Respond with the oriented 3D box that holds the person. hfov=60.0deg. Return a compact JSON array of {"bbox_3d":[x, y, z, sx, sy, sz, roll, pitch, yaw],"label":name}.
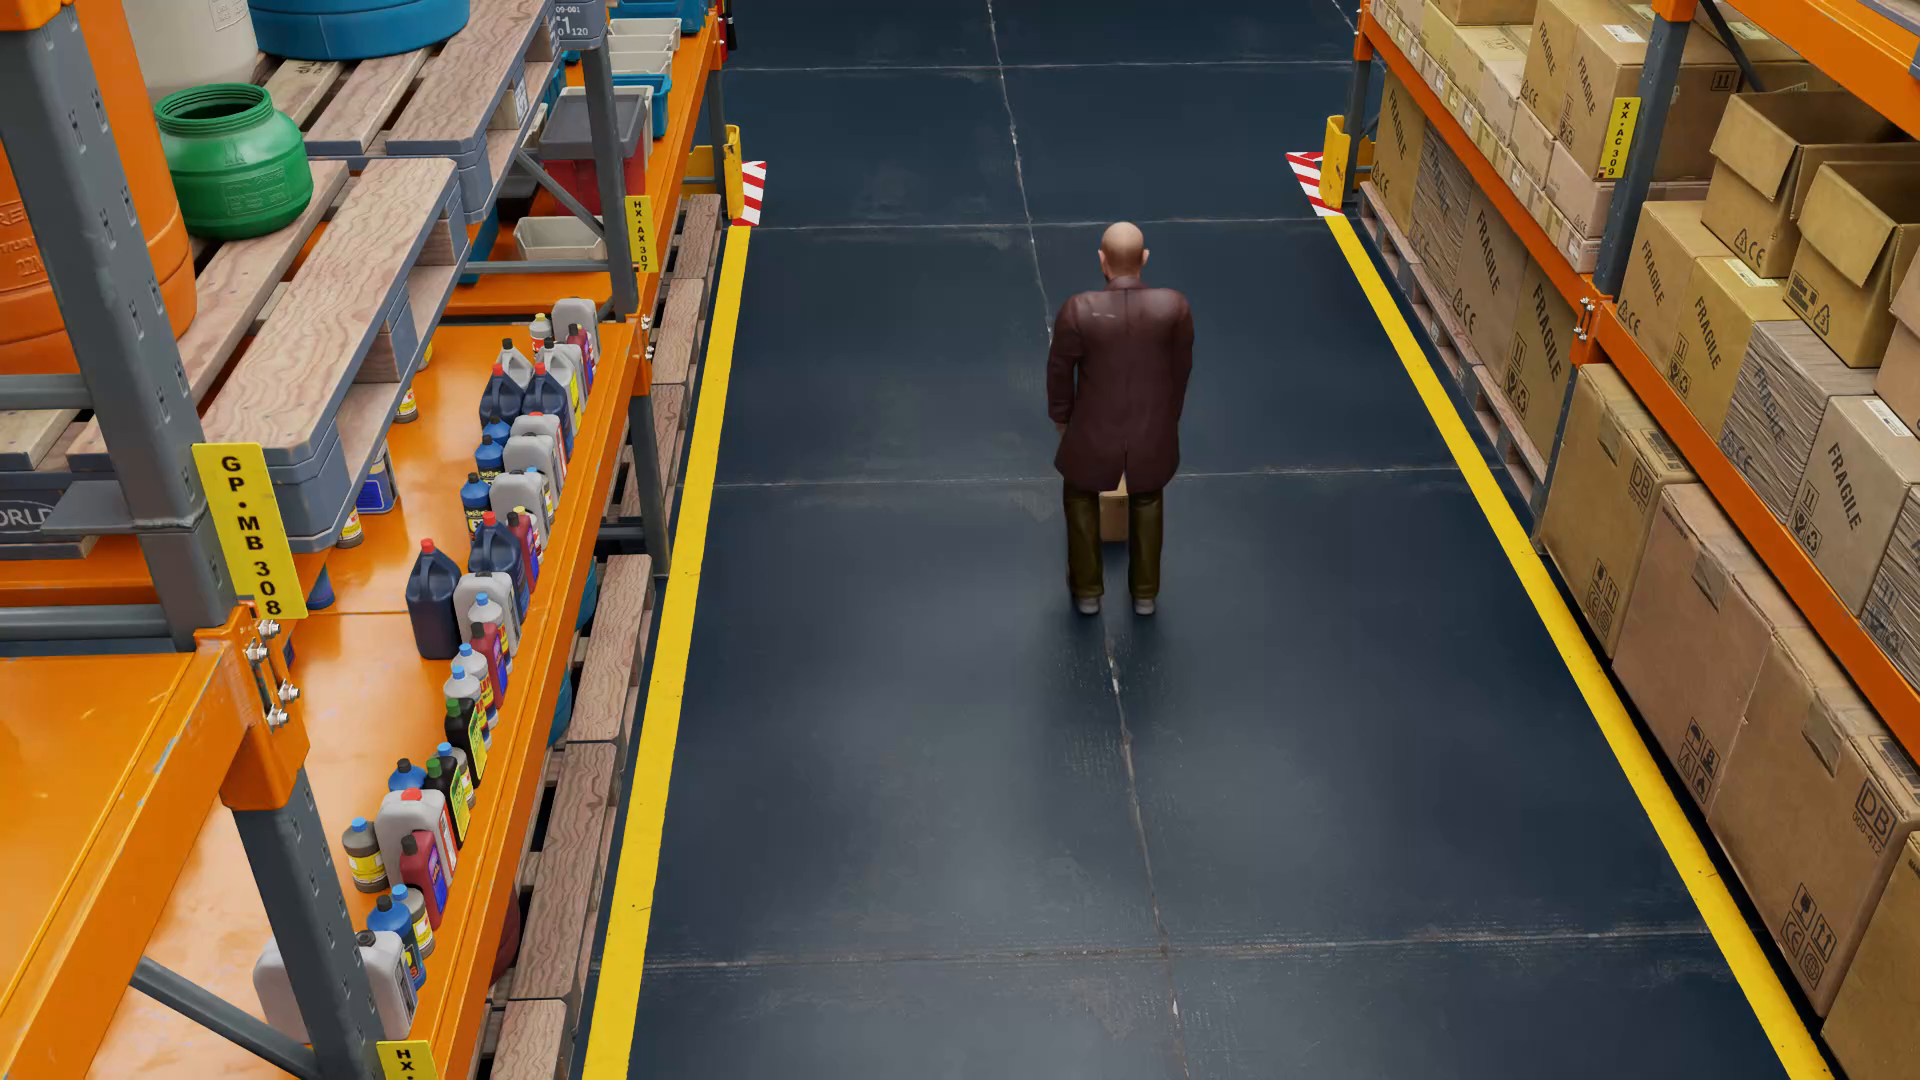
[{"bbox_3d":[0.642,-0.653,6.749,0.587,0.963,0.396,-1,35,-1],"label":"person"}]
